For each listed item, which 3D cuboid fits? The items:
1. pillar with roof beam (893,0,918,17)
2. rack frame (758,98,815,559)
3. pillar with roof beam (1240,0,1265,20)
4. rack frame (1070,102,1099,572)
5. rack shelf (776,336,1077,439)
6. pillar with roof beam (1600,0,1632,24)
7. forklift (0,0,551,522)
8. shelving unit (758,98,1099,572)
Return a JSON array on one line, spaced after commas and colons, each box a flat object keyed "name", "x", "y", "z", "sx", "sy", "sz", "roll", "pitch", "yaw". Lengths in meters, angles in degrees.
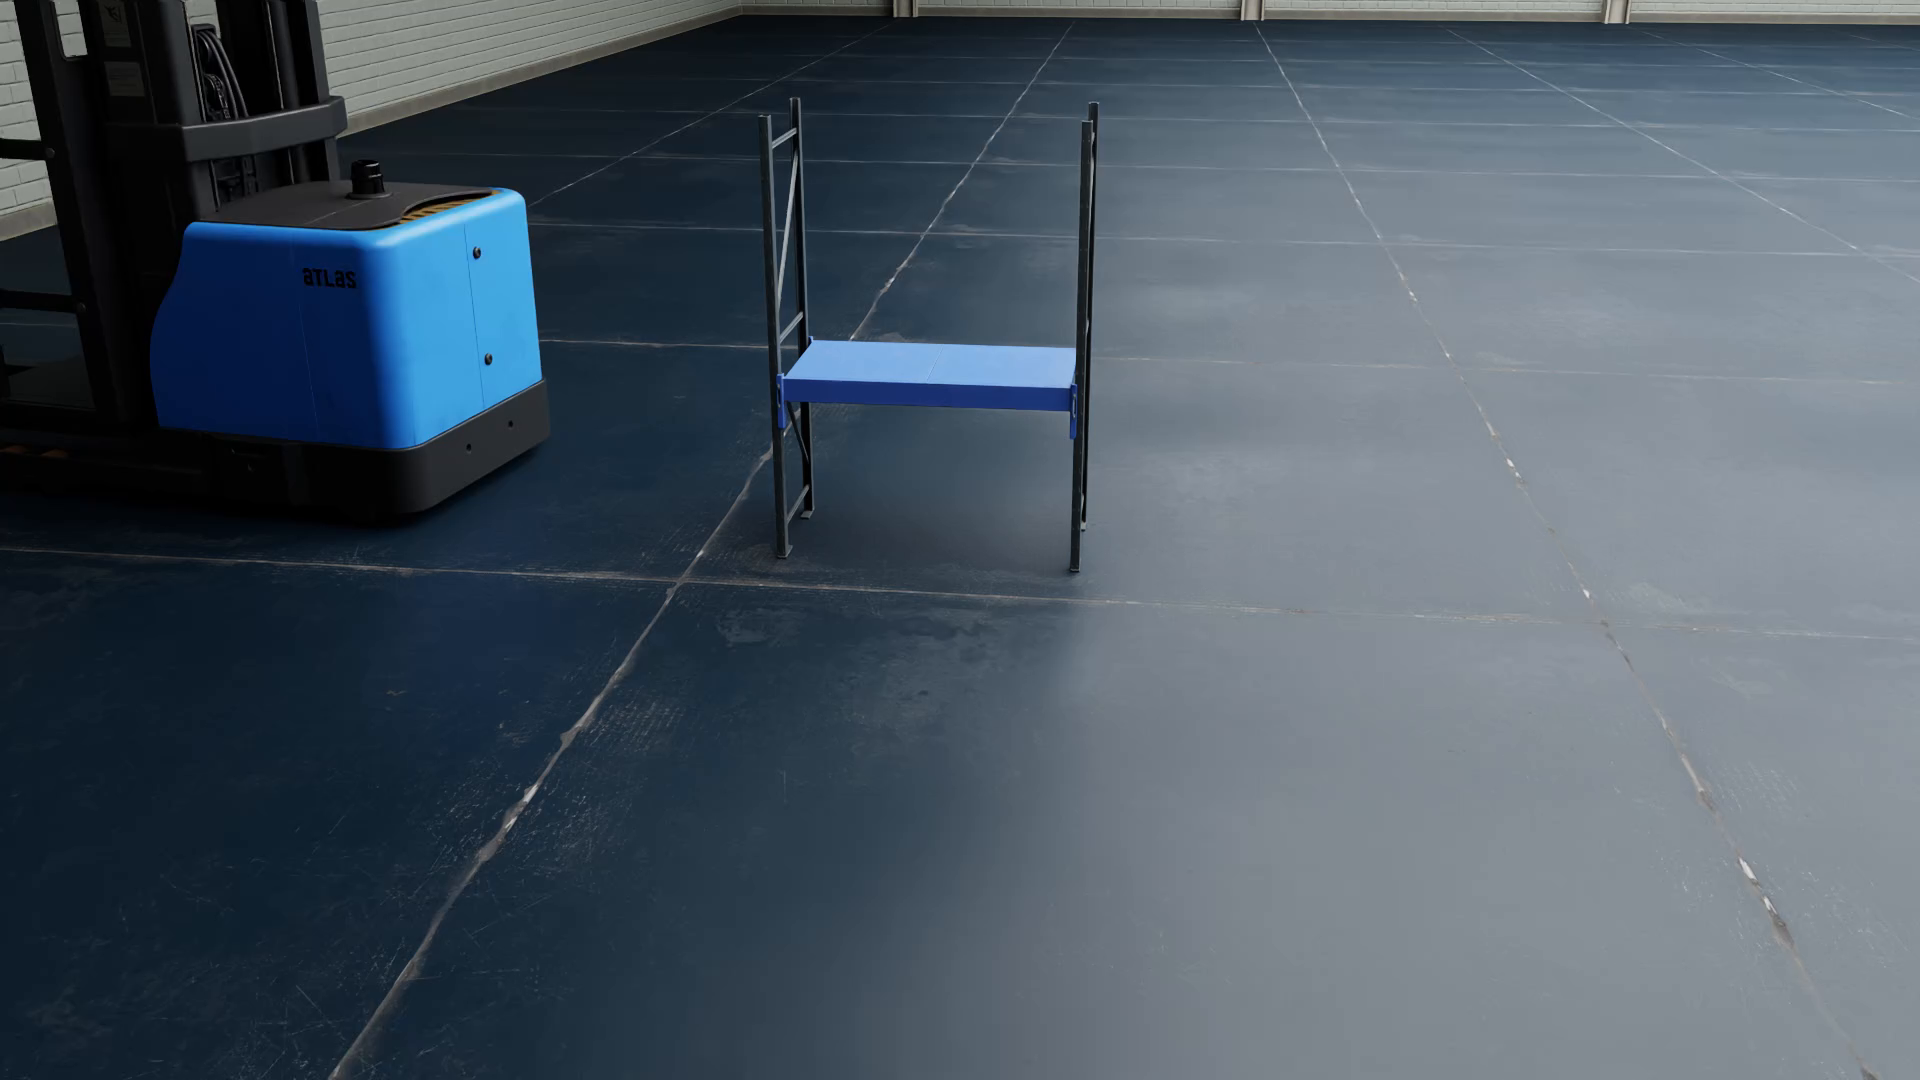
[{"name": "pillar with roof beam", "x": -1.459, "y": -11.799, "z": 23.545, "sx": 0.400, "sy": 9.000, "sz": 9.100, "roll": 2, "pitch": 22, "yaw": 6}, {"name": "rack frame", "x": -0.590, "y": -0.723, "z": 5.729, "sx": 0.032, "sy": 1.500, "sz": 0.500, "roll": 2, "pitch": 22, "yaw": 6}, {"name": "pillar with roof beam", "x": 4.499, "y": -11.539, "z": 22.888, "sx": 0.400, "sy": 9.000, "sz": 9.100, "roll": 2, "pitch": 22, "yaw": 6}, {"name": "rack frame", "x": 0.420, "y": -0.679, "z": 5.618, "sx": 0.032, "sy": 1.500, "sz": 0.500, "roll": 2, "pitch": 22, "yaw": 6}, {"name": "rack shelf", "x": -0.085, "y": -0.534, "z": 5.740, "sx": 1.000, "sy": 0.185, "sz": 0.538, "roll": 2, "pitch": 22, "yaw": 6}, {"name": "pillar with roof beam", "x": 10.457, "y": -11.280, "z": 22.232, "sx": 0.400, "sy": 9.000, "sz": 9.100, "roll": 2, "pitch": 22, "yaw": 6}, {"name": "forklift", "x": -3.256, "y": -1.720, "z": 6.303, "sx": 3.031, "sy": 2.935, "sz": 1.130, "roll": 6, "pitch": 22, "yaw": 15}, {"name": "shelving unit", "x": -0.085, "y": -0.701, "z": 5.673, "sx": 1.048, "sy": 1.500, "sz": 0.538, "roll": 2, "pitch": 22, "yaw": 6}]
